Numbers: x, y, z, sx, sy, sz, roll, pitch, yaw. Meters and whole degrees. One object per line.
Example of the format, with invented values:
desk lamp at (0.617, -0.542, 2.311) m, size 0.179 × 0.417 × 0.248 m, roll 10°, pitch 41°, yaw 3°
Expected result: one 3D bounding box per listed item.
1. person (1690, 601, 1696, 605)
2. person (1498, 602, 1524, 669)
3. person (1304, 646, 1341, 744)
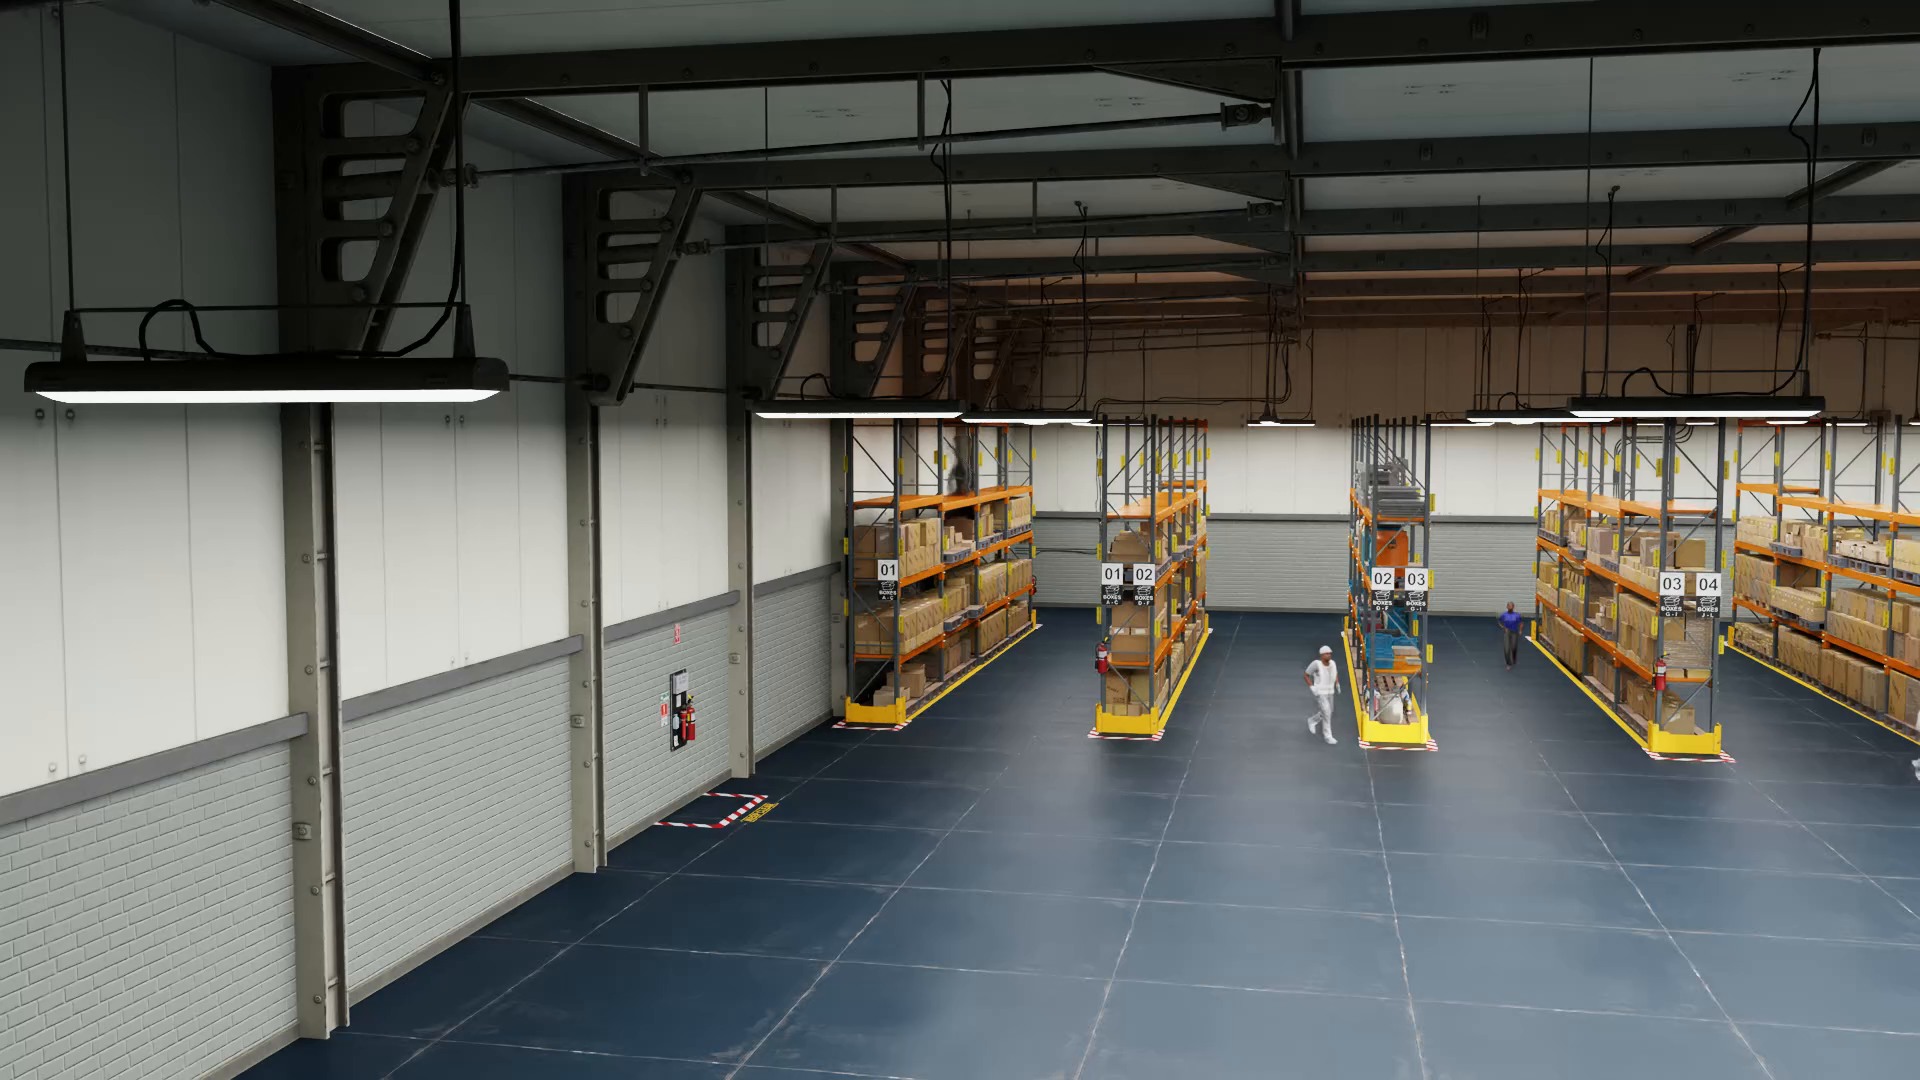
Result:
person at (18.763, 2.098, 42.158) m, size 0.592 × 1.731 × 0.751 m, roll 1°, pitch 4°, yaw 15°
person at (13.115, 2.290, 39.608) m, size 0.570 × 1.605 × 0.541 m, roll 1°, pitch 4°, yaw 19°
person at (6.643, 2.818, 30.562) m, size 0.663 × 1.768 × 0.875 m, roll -2°, pitch 4°, yaw -30°
